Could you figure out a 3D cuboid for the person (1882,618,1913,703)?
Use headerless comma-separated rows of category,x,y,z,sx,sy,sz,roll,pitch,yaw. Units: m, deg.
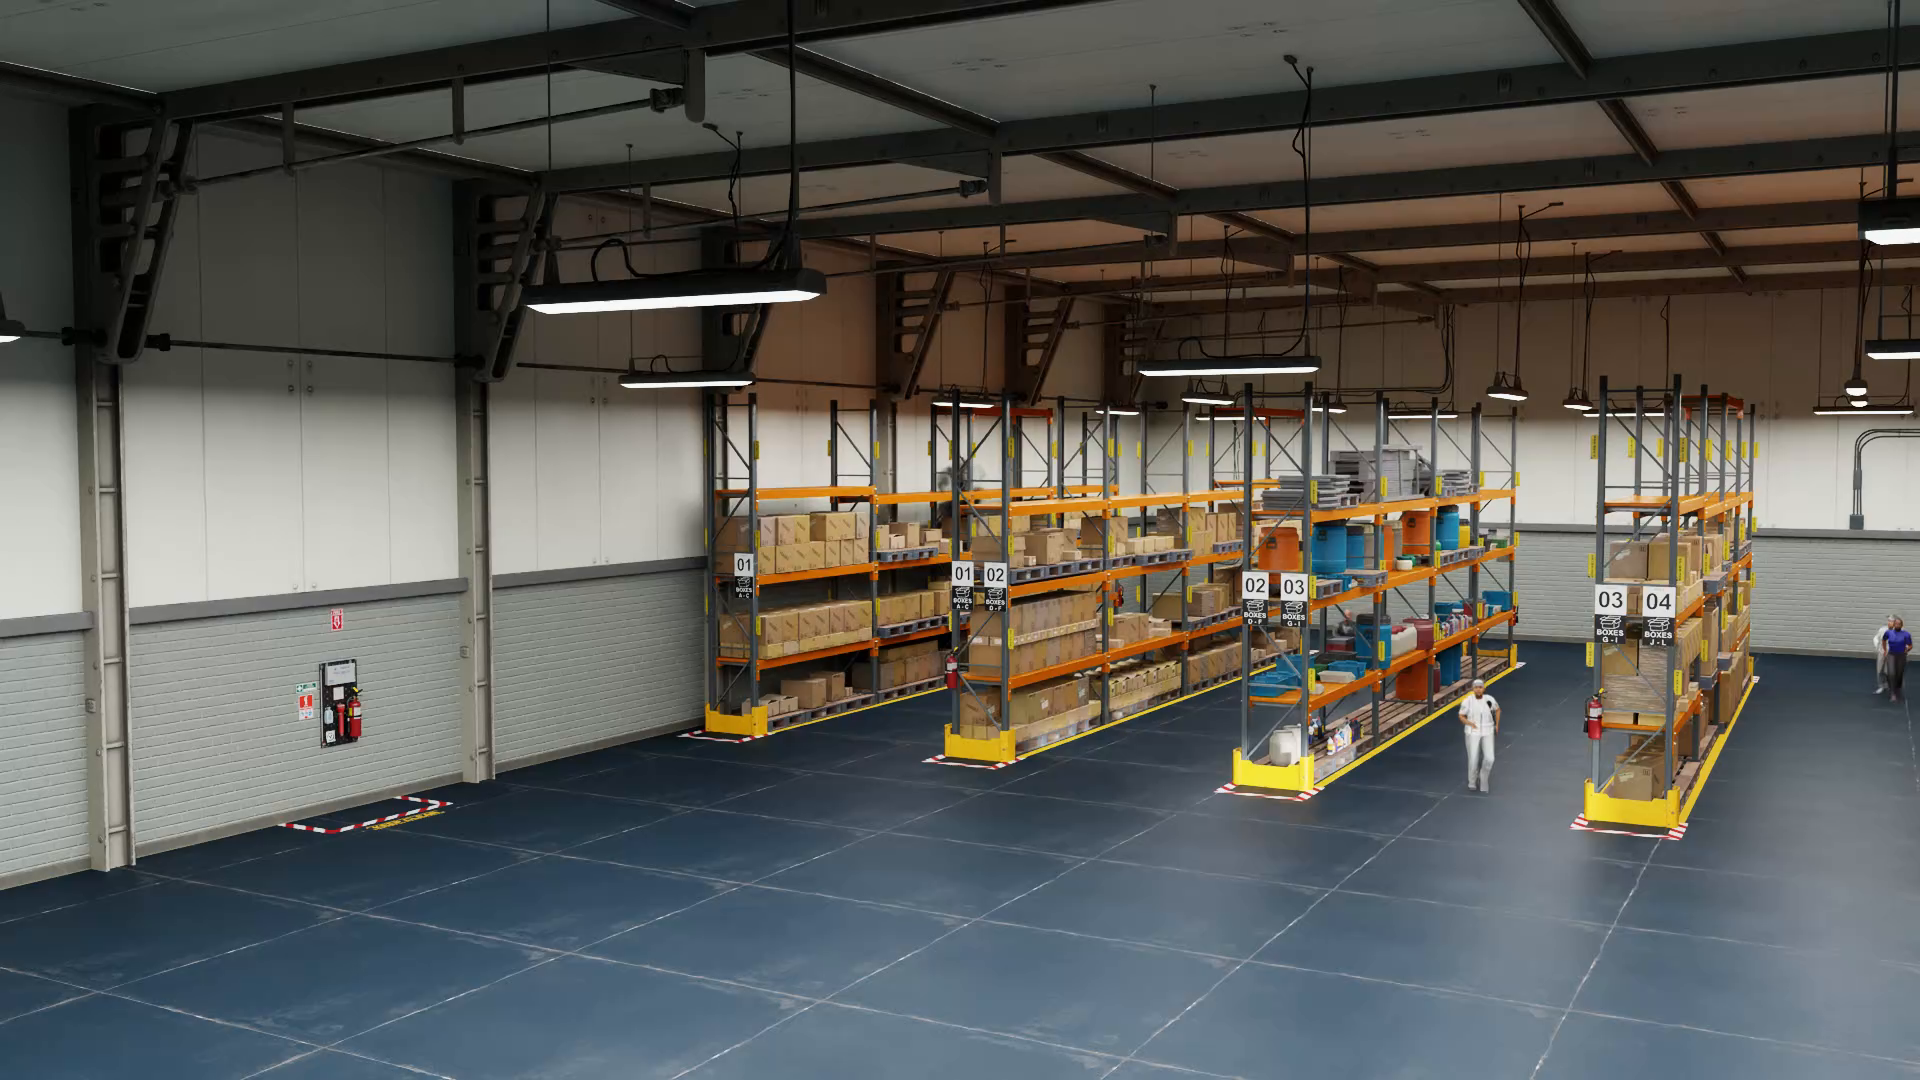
person,18.773,2.384,33.323,0.542,1.658,0.907,2,3,26

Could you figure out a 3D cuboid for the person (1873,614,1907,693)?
person,19.049,2.339,34.117,0.564,1.648,0.634,-3,4,-42

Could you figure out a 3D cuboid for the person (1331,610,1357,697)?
person,7.916,2.322,33.978,0.673,1.804,0.760,2,4,29

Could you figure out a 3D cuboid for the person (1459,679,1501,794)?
person,7.613,2.876,24.358,0.605,1.655,0.646,1,3,13
